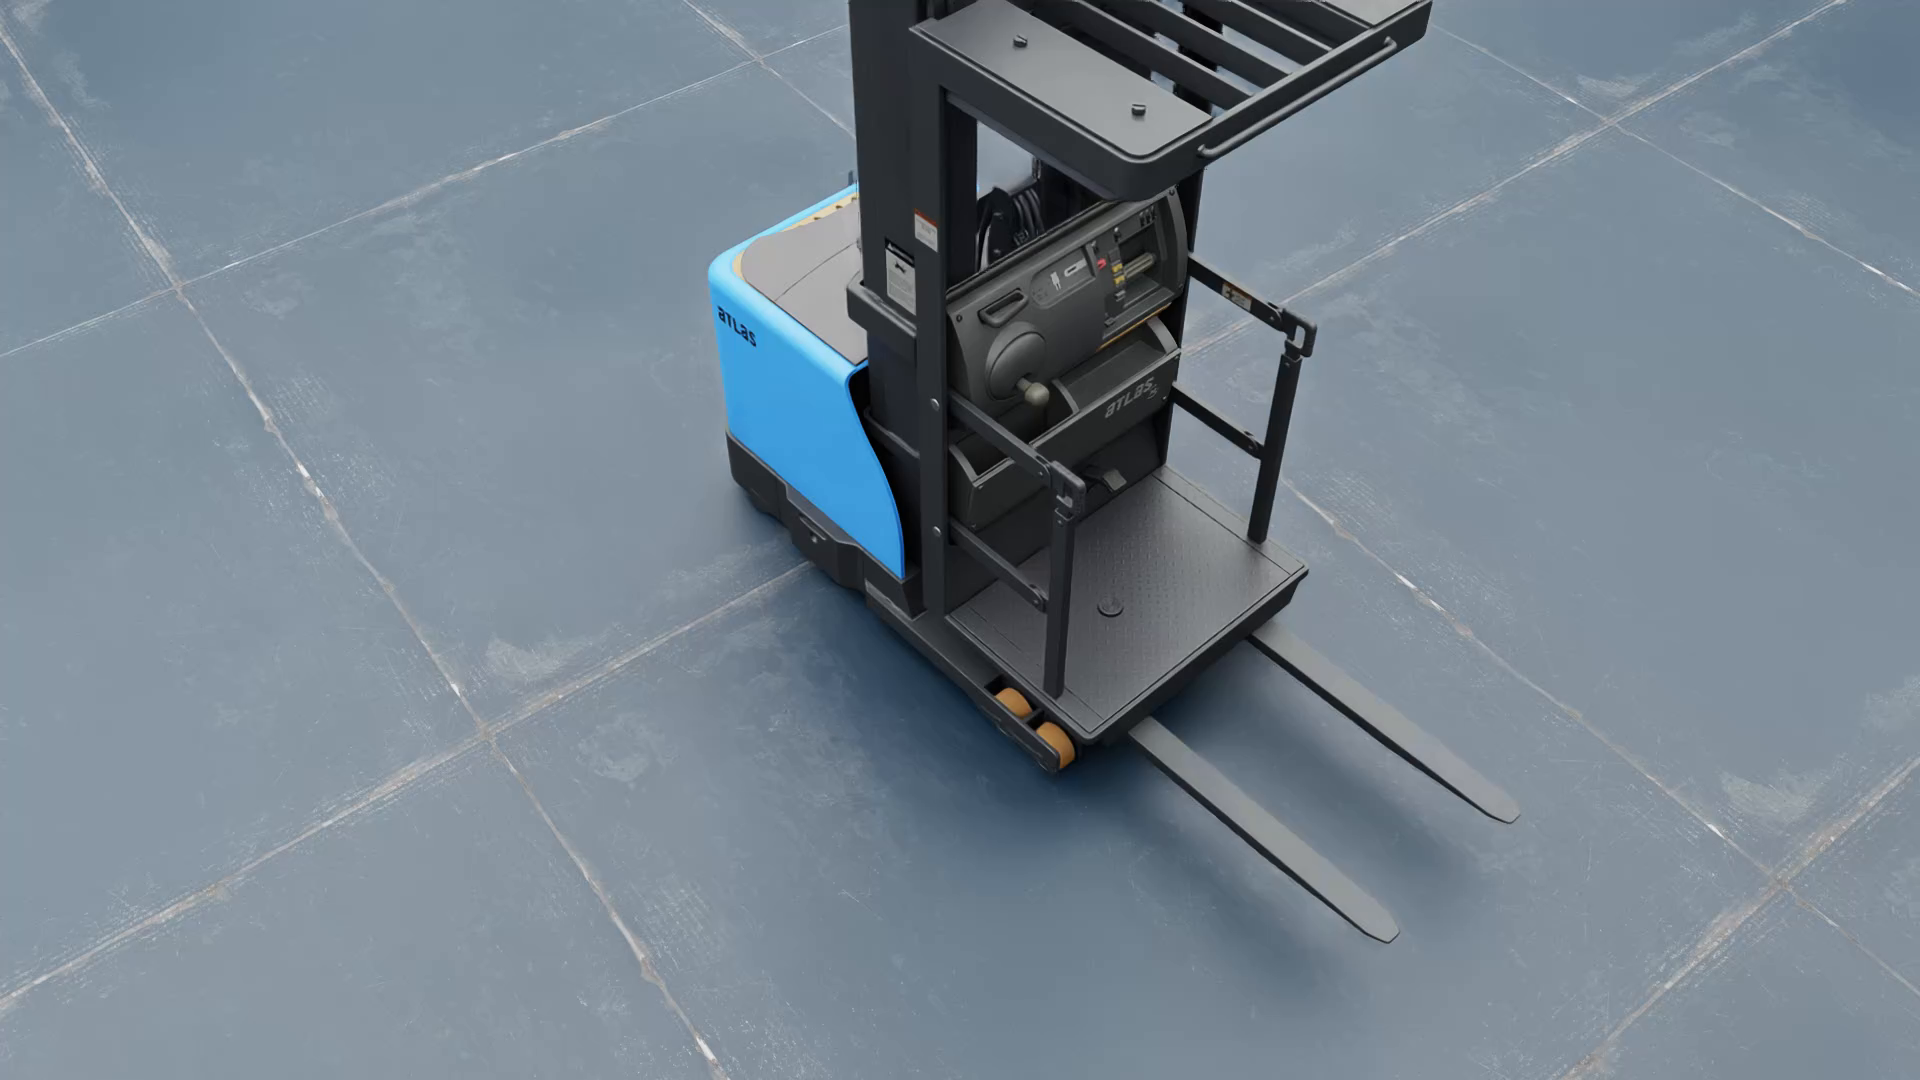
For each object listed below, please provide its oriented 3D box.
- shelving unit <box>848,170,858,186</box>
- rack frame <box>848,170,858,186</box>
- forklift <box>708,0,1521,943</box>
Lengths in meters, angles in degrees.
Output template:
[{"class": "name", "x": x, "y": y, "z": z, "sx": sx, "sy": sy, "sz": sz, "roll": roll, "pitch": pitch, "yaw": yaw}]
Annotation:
[{"class": "shelving unit", "x": -0.267, "y": -1.087, "z": 6.628, "sx": 0.258, "sy": 0.900, "sz": 0.210, "roll": -31, "pitch": 55, "yaw": -25}, {"class": "rack frame", "x": -0.330, "y": -1.146, "z": 6.681, "sx": 0.240, "sy": 0.900, "sz": 0.006, "roll": -31, "pitch": 55, "yaw": -25}, {"class": "forklift", "x": 0.483, "y": -0.646, "z": 4.858, "sx": 1.130, "sy": 2.935, "sz": 3.031, "roll": -34, "pitch": 56, "yaw": -27}]
